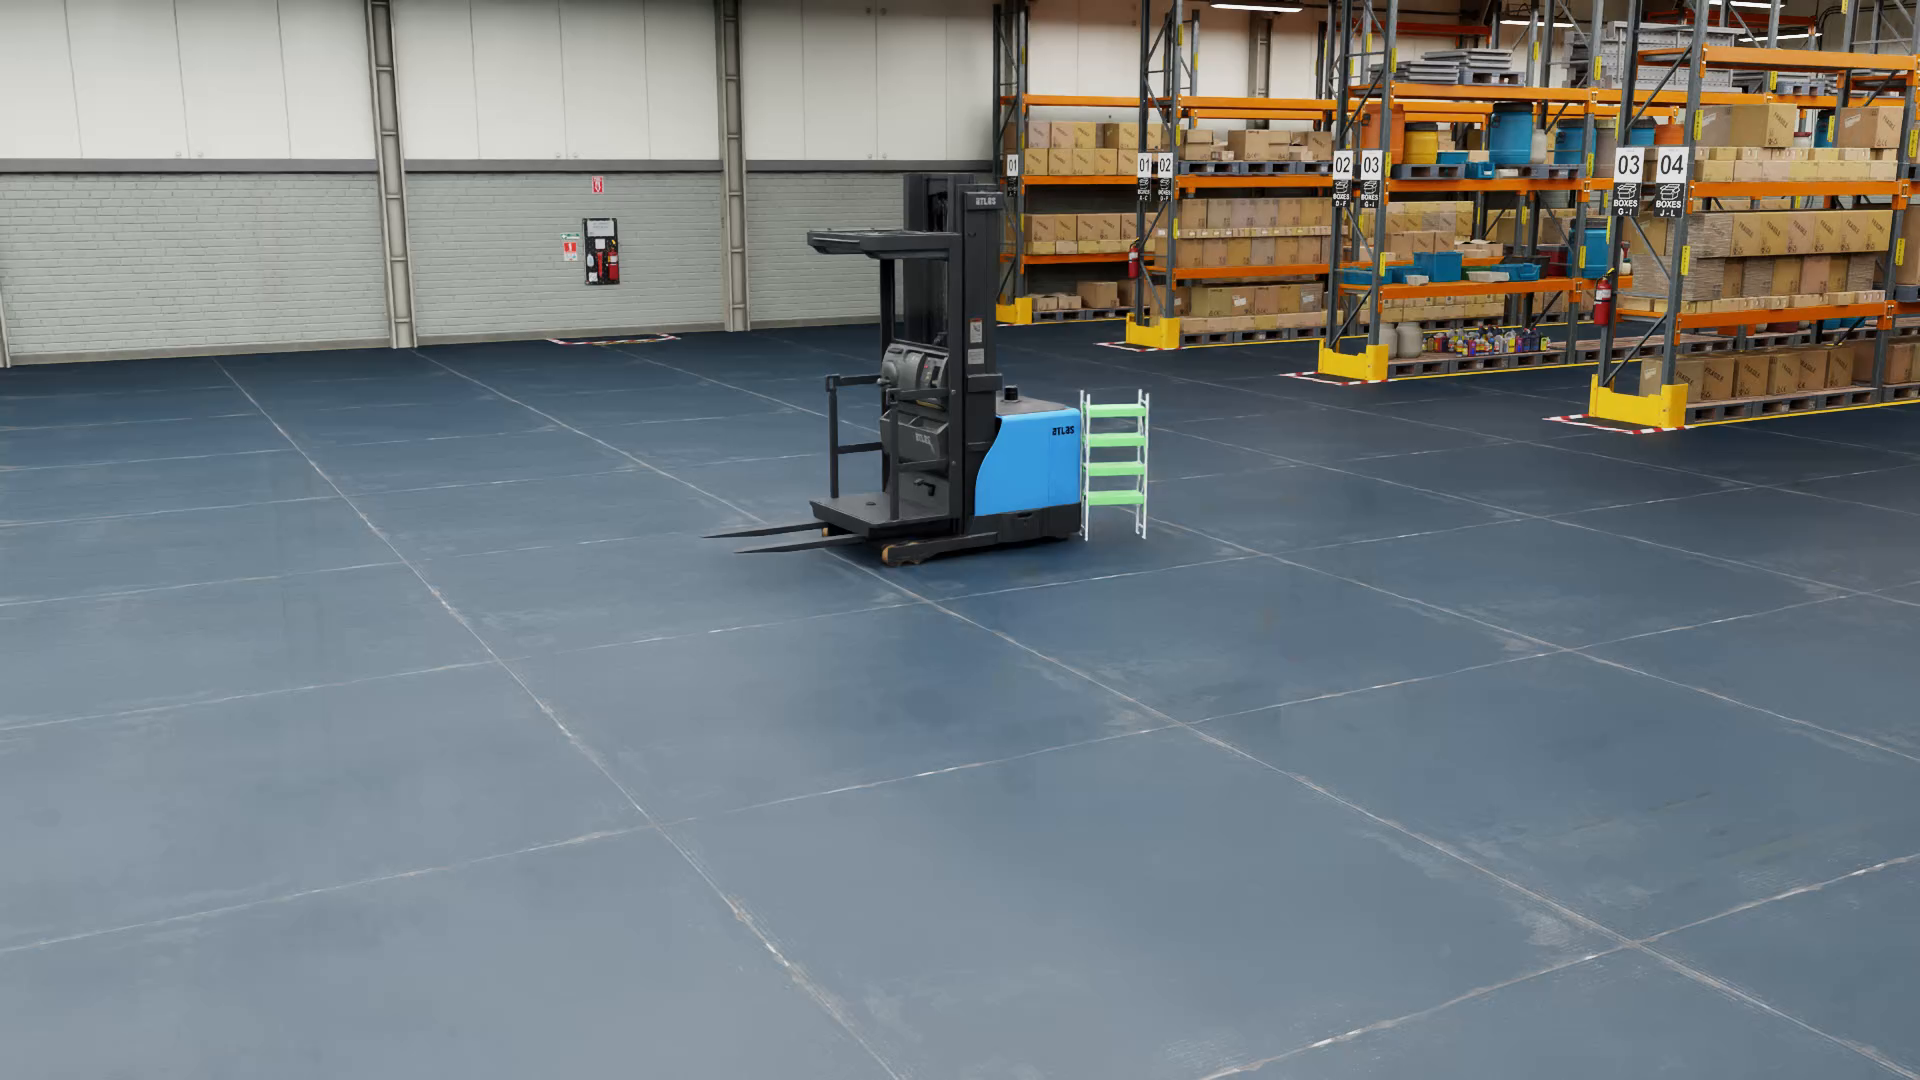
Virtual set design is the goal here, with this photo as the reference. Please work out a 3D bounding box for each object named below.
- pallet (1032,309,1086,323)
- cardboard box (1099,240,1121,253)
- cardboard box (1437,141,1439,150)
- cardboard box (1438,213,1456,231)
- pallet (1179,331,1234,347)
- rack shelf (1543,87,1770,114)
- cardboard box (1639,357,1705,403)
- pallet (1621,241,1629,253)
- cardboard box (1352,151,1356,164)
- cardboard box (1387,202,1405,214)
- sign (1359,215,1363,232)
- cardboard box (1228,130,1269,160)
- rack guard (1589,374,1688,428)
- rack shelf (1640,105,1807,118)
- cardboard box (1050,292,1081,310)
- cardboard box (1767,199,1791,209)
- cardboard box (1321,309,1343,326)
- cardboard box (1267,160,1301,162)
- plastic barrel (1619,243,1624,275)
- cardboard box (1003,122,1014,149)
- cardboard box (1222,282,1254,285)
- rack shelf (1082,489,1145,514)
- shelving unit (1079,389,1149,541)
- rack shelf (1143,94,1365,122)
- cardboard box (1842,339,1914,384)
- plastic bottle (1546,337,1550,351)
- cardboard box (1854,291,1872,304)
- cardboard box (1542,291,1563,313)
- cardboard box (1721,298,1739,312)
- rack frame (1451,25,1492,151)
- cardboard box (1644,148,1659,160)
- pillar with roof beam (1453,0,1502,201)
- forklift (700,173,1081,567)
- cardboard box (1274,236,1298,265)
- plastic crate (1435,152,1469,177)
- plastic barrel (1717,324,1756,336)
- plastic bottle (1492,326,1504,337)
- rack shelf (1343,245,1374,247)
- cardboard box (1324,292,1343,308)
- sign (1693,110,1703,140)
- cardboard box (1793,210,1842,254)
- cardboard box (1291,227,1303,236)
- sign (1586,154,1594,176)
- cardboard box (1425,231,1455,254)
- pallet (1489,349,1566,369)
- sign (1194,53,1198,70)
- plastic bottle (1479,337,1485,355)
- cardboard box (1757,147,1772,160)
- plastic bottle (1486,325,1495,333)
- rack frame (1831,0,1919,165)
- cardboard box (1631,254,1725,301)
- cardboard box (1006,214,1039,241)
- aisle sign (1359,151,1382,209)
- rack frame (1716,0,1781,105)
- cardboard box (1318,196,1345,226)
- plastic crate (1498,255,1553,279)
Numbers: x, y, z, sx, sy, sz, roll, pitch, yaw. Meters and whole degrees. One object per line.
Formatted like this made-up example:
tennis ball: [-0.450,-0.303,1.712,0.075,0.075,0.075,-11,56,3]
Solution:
pallet: [1.722,-4.477,33.021,1.213,0.211,1.003,-7,14,-28]
cardboard box: [2.849,-5.840,33.023,0.500,0.250,0.500,-7,14,-27]
cardboard box: [10.175,-8.597,36.918,0.500,0.500,0.700,-7,15,-29]
cardboard box: [10.731,-7.064,37.215,0.500,0.500,0.500,-7,14,-27]
pallet: [3.953,-3.525,28.790,1.213,0.211,1.003,-7,14,-28]
rack shelf: [10.938,-6.853,26.116,4.000,0.370,1.077,-7,14,-28]
cardboard box: [8.601,-1.935,20.111,0.500,0.500,0.500,-4,13,-17]
pallet: [13.081,-5.902,33.441,1.213,0.211,1.003,-7,14,-28]
cardboard box: [7.358,-6.875,29.881,0.500,0.250,0.500,-5,14,-22]
cardboard box: [9.377,-7.270,36.422,0.500,0.250,0.500,-7,14,-27]
sign: [7.080,-5.571,29.382,0.005,0.325,0.100,-7,14,-28]
cardboard box: [4.891,-6.704,28.231,0.500,0.500,0.500,-7,14,-28]
rack guard: [8.112,-1.675,19.915,0.348,0.500,1.175,-7,14,-28]
rack shelf: [15.590,-8.843,34.055,4.000,0.370,1.077,-7,14,-28]
cardboard box: [2.076,-4.769,33.090,0.500,0.311,0.500,-6,14,-23]
cardboard box: [17.087,-6.916,35.005,0.500,0.500,0.500,-7,14,-28]
cardboard box: [6.511,-3.990,29.812,0.500,0.250,0.500,-7,14,-28]
cardboard box: [6.765,-7.997,35.200,0.637,0.503,0.797,-5,14,-20]
plastic barrel: [10.128,-4.387,25.961,0.433,0.535,0.433,0,13,0]
cardboard box: [1.178,-7.856,32.303,0.500,0.500,0.500,-6,14,-25]
cardboard box: [4.940,-4.300,29.482,0.500,0.500,0.500,-7,14,-28]
rack shelf: [1.255,-0.317,13.668,0.480,0.148,0.258,-2,13,-9]
shelving unit: [1.254,-0.614,13.602,0.503,1.200,0.258,-2,13,-9]
rack shelf: [5.057,-7.388,28.489,4.000,0.370,1.077,-7,14,-28]
cardboard box: [12.105,-2.363,21.970,0.500,0.500,0.700,-8,15,-32]
plastic bottle: [9.014,-3.013,25.539,0.097,0.201,0.097,0,13,0]
cardboard box: [11.284,-3.081,21.042,0.250,0.149,0.380,-7,14,-28]
cardboard box: [11.317,-4.682,32.274,0.500,0.500,0.500,-7,15,-30]
cardboard box: [9.074,-2.825,19.901,0.250,0.149,0.380,-7,14,-28]
rack frame: [11.458,-9.940,37.281,0.127,3.000,1.000,-7,14,-28]
cardboard box: [8.139,-4.561,19.646,0.250,0.149,0.380,-7,14,-28]
pillar with roof beam: [13.721,-9.351,34.663,0.548,9.000,9.100,-7,14,-28]
forklift: [-0.532,-1.358,12.967,3.031,2.935,1.130,-8,15,-31]
cardboard box: [5.524,-5.109,29.253,0.500,0.500,0.700,-7,14,-27]
plastic crate: [7.202,-5.556,24.668,0.575,0.384,0.392,-7,14,-28]
plastic barrel: [13.115,-3.884,28.022,0.708,0.830,0.600,-7,14,-28]
plastic bottle: [8.345,-3.152,25.814,0.185,0.351,0.144,-7,14,-28]
rack shelf: [9.702,-6.452,37.084,4.000,0.370,1.077,-7,14,-28]
cardboard box: [7.031,-4.452,30.589,0.500,0.311,0.500,-7,14,-28]
sign: [8.305,-4.672,18.716,0.005,0.325,0.100,-7,14,-28]
cardboard box: [10.416,-3.784,20.408,0.500,0.500,0.500,-7,14,-28]
cardboard box: [5.783,-5.406,29.093,0.250,0.149,0.380,-7,14,-28]
sign: [9.437,-5.623,24.910,0.005,0.325,0.100,-7,14,-28]
cardboard box: [8.859,-5.507,31.020,0.500,0.500,0.500,-8,15,-31]
pallet: [8.574,-2.839,25.744,1.213,0.211,1.003,-7,14,-28]
sign: [4.680,-9.486,32.957,0.005,0.325,0.100,-7,14,-28]
plastic bottle: [7.801,-2.902,24.886,0.097,0.271,0.097,0,13,0]
cardboard box: [9.323,-4.555,19.618,0.250,0.149,0.380,-7,14,-28]
plastic bottle: [8.276,-3.180,25.937,0.185,0.351,0.144,-6,14,-26]
rack frame: [11.556,-6.235,20.817,0.127,3.000,1.000,-7,14,-28]
cardboard box: [8.541,-3.133,19.795,0.500,0.500,0.875,-7,14,-28]
cardboard box: [1.237,-6.144,32.665,0.500,0.500,0.500,-7,14,-28]
aisle sign: [5.749,-5.046,23.277,0.004,0.787,0.394,-7,14,-28]
rack frame: [12.694,-7.610,26.928,0.127,3.000,1.000,-7,14,-28]
cardboard box: [6.426,-5.851,29.594,0.500,0.500,0.700,-7,14,-28]
plastic crate: [8.663,-4.201,25.588,0.504,0.338,0.767,-7,14,-28]
